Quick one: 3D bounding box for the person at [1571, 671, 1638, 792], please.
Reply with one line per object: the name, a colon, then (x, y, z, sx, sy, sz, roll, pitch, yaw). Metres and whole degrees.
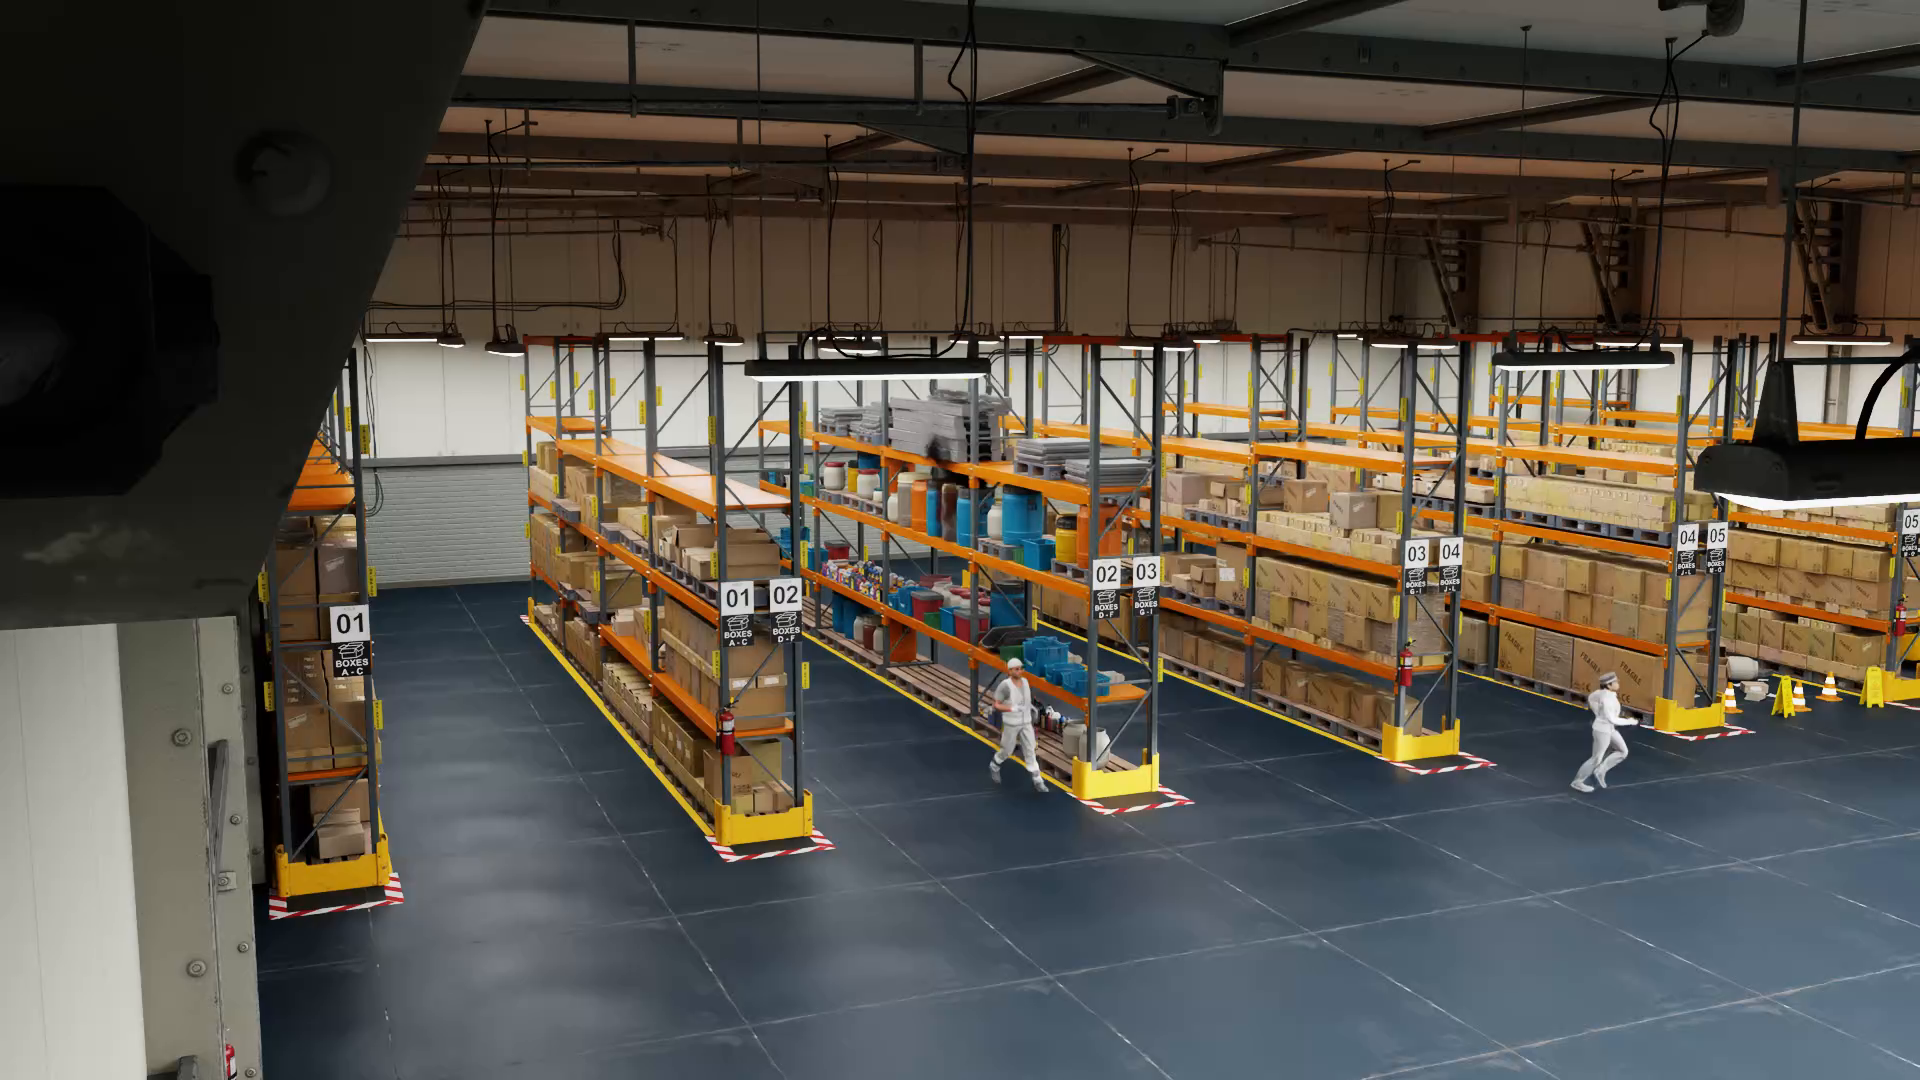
person: (8.629, 2.546, 22.224, 0.794, 1.650, 0.626, 3, 8, 23)

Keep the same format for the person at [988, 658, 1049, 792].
person: (0.751, 2.438, 22.055, 0.690, 1.772, 1.058, -5, 9, -32)

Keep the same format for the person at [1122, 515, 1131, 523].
person: (4.042, 0.085, 40.625, 0.711, 1.708, 0.555, 5, 9, 33)
